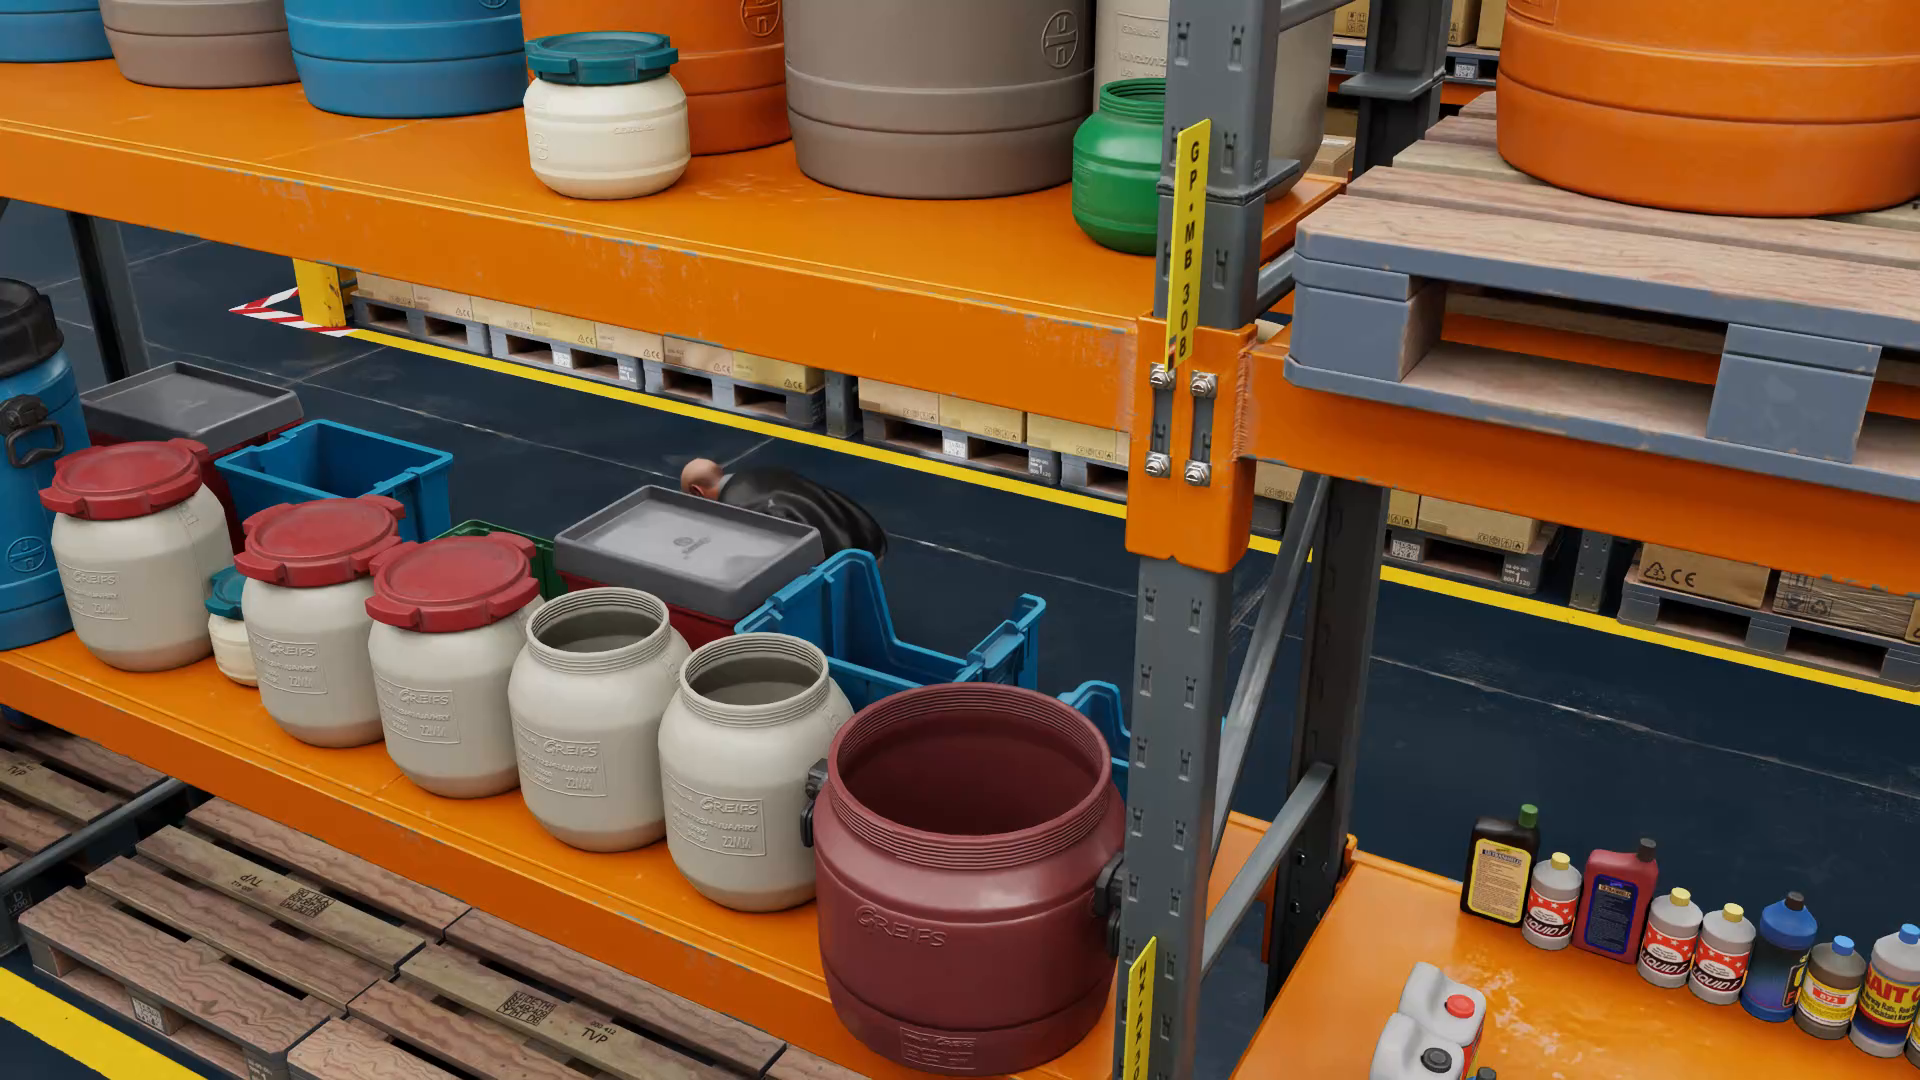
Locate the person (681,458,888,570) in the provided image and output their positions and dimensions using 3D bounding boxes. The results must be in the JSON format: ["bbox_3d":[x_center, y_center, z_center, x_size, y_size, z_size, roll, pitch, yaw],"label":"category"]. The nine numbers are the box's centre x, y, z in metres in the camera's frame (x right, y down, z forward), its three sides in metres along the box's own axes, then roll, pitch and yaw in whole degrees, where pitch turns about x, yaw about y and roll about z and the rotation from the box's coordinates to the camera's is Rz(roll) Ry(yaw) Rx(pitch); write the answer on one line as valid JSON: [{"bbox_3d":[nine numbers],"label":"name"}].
[{"bbox_3d":[-0.766,0.093,7.146,0.907,0.837,0.519,14,30,26],"label":"person"}]
